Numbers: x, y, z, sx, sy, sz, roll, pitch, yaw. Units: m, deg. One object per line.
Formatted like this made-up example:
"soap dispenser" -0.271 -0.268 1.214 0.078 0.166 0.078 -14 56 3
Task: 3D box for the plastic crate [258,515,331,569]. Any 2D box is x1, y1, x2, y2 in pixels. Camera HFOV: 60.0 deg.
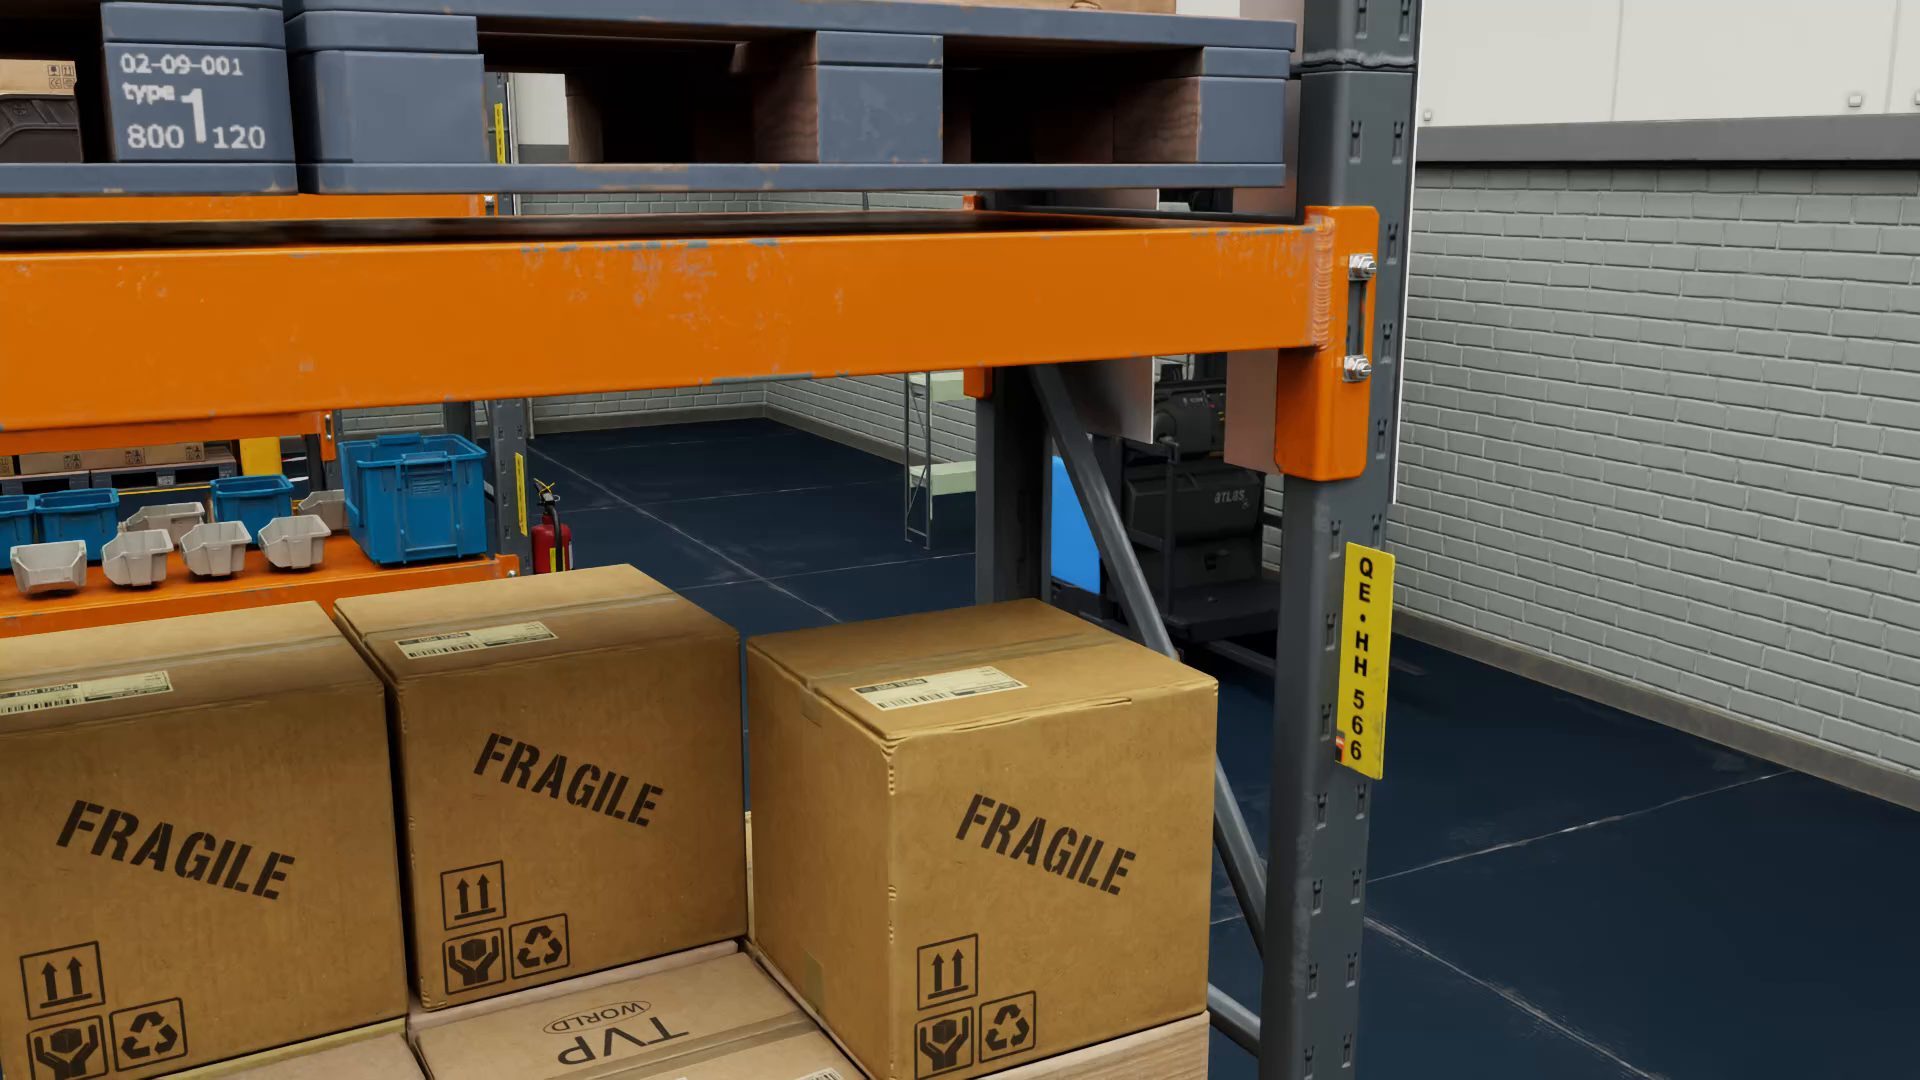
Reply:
"plastic crate" -2.683 0.010 6.696 0.243 0.136 0.396 -7 14 -28

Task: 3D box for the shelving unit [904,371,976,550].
"shelving unit" -0.006 -0.731 12.941 0.755 1.500 0.431 -7 14 -28

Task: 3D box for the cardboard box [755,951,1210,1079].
"cardboard box" 0.021 0.775 2.499 0.500 0.250 0.500 -7 15 -29

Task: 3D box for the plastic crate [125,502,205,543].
"plastic crate" -3.345 -0.059 7.003 0.298 0.136 0.250 -7 14 -28

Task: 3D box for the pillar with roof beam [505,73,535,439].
"pillar with roof beam" -2.782 -4.667 13.351 0.400 9.000 9.100 -7 14 -28

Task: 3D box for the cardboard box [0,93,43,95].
"cardboard box" -5.632 -2.591 10.163 0.500 0.250 0.500 -7 14 -28

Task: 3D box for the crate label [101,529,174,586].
"crate label" -3.177 0.072 6.422 0.243 0.136 0.396 -7 14 -28

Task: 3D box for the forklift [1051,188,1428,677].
"forklift" 1.511 -0.756 9.792 1.130 2.935 3.031 -7 14 -27

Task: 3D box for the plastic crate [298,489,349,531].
"plastic crate" -2.749 -0.130 7.320 0.298 0.136 0.250 -7 14 -28

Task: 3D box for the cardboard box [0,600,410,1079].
"cardboard box" -1.122 0.414 2.396 0.500 0.500 0.500 -7 15 -29

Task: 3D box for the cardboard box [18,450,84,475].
"cardboard box" -8.247 -0.906 15.039 0.500 0.500 0.700 -7 15 -30

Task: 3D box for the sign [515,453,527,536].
"sign" -1.776 -0.185 6.729 0.005 0.325 0.100 -7 14 -28

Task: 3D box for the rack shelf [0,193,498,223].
"rack shelf" -3.809 -1.112 6.025 4.000 0.370 1.077 -7 14 -28

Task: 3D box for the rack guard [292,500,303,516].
"rack guard" -4.490 0.063 11.692 0.348 0.500 1.175 -7 14 -28

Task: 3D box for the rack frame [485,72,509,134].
"rack frame" -2.054 -3.137 6.551 0.127 3.000 1.000 -7 14 -28

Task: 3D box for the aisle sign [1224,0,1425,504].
"aisle sign" 0.527 -0.473 2.460 0.004 0.787 0.394 -7 14 -28

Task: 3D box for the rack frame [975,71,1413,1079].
"rack frame" 0.320 0.745 2.969 0.127 3.000 1.000 -7 14 -28

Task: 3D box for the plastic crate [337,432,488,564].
"plastic crate" -2.258 -0.185 6.883 0.499 0.435 0.616 -7 14 -28

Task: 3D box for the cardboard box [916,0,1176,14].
"cardboard box" -0.111 -0.956 2.282 0.500 0.500 0.700 -8 15 -31

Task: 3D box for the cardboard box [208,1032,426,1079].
"cardboard box" -0.871 0.882 2.024 0.500 0.250 0.500 -7 15 -30

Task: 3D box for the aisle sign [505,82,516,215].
"aisle sign" -1.850 -1.429 6.707 0.004 0.787 0.394 -7 14 -28

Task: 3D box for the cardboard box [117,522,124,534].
"cardboard box" -5.915 0.070 11.228 0.500 0.250 0.500 -7 14 -28

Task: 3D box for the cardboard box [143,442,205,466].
"cardboard box" -7.367 -1.012 15.509 0.500 0.500 0.700 -7 14 -28

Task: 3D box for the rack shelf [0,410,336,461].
"rack shelf" -6.179 -0.604 10.597 4.000 0.370 1.077 -7 14 -28

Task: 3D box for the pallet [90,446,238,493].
"pallet" -7.465 -0.659 15.559 1.213 0.211 1.003 -7 14 -28

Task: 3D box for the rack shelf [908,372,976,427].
"rack shelf" -0.006 -1.112 12.856 0.720 0.370 0.431 -7 14 -28

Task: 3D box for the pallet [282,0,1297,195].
"pallet" -0.327 -0.595 2.293 1.213 0.211 1.003 -7 14 -28

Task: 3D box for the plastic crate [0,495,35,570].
"plastic crate" -3.847 -0.025 6.632 0.300 0.233 0.416 -7 14 -28

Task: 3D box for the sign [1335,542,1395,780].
"sign" 0.567 0.170 2.344 0.005 0.325 0.100 -7 14 -28

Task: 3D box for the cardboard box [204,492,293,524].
"cardboard box" -4.783 -0.055 11.214 0.500 0.500 0.500 -7 14 -28

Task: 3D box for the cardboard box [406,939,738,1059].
"cardboard box" -0.684 0.727 2.711 0.500 0.250 0.500 -7 14 -29
